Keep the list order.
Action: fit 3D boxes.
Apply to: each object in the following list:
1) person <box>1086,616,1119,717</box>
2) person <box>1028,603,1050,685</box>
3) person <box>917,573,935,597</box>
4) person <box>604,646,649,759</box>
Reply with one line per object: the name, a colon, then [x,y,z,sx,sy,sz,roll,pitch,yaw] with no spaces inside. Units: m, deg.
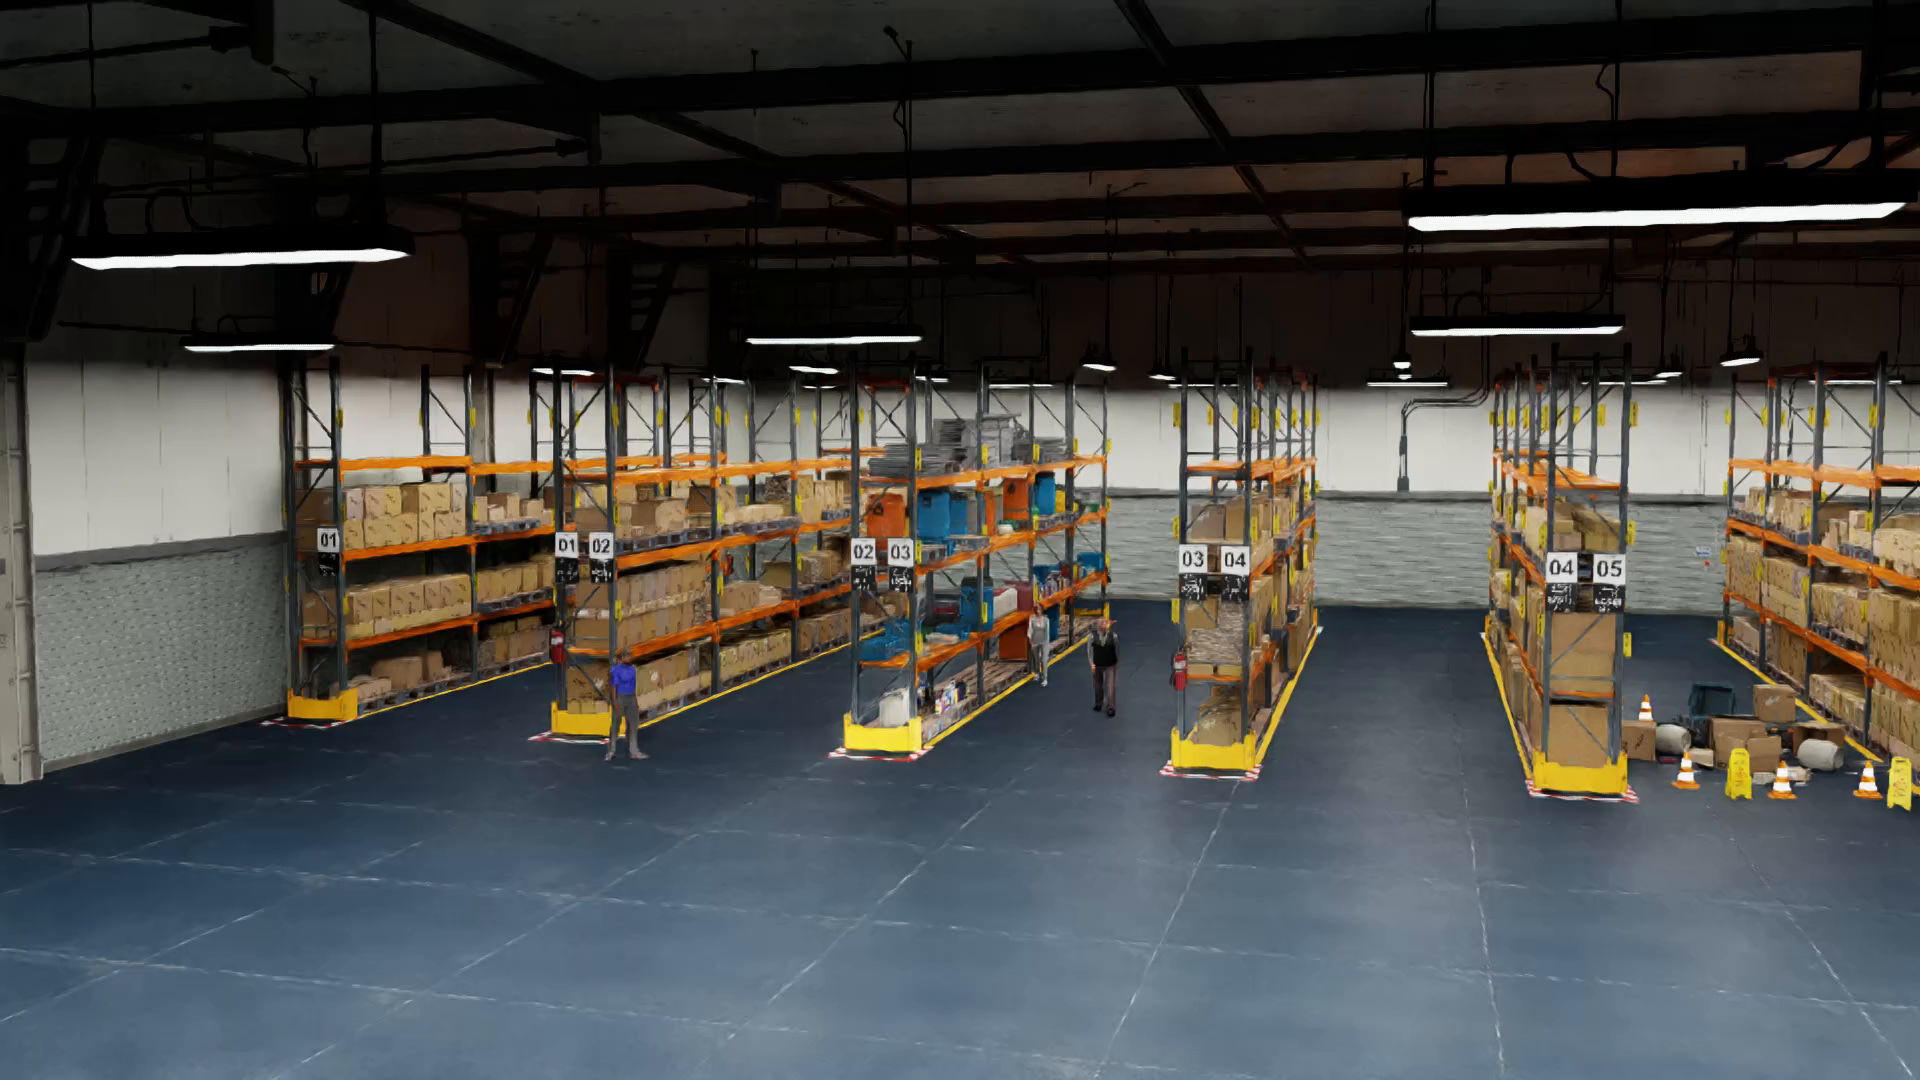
person: [2.401,2.106,28.011,0.538,1.664,1.026,1,4,7]
person: [1.482,1.932,31.215,0.411,1.533,0.957,0,4,7]
person: [-0.869,1.316,39.312,0.580,1.618,0.506,1,4,13]
person: [-4.934,2.386,24.375,0.481,1.660,0.586,4,6,41]
